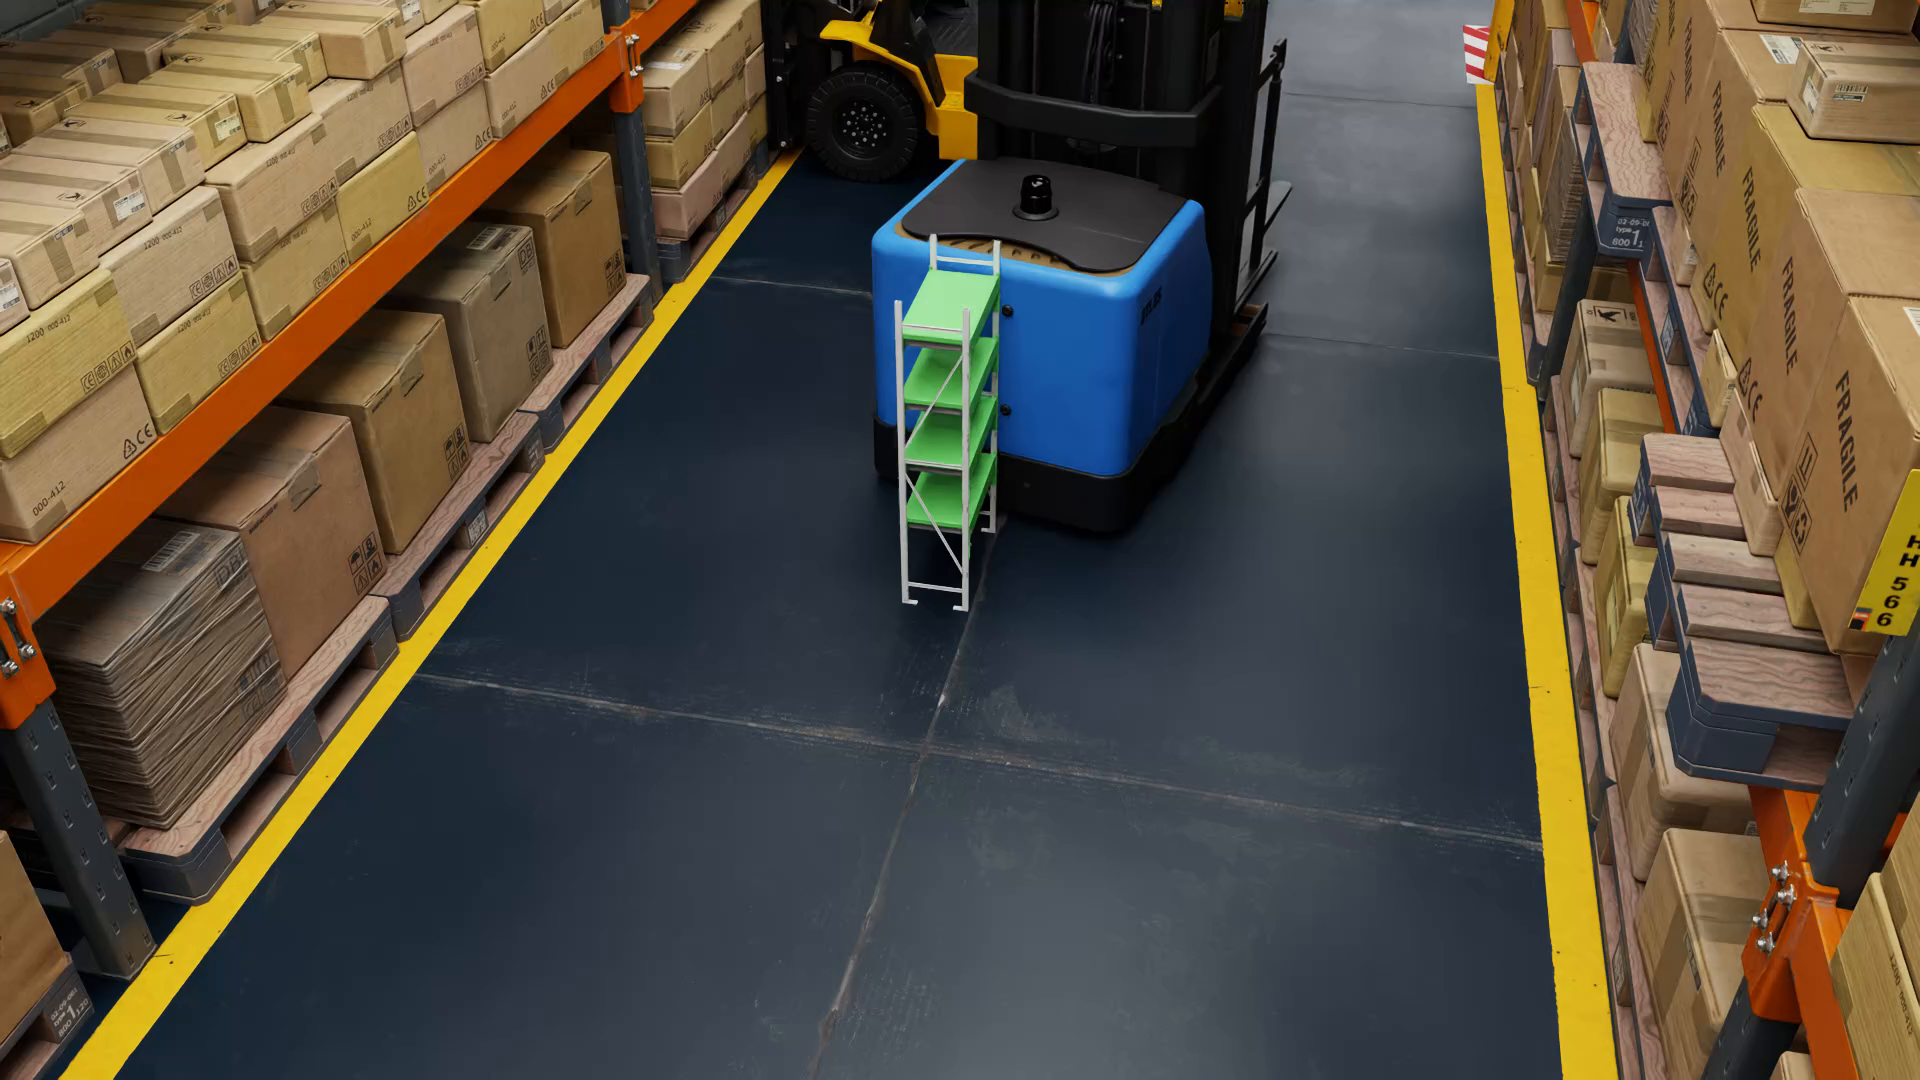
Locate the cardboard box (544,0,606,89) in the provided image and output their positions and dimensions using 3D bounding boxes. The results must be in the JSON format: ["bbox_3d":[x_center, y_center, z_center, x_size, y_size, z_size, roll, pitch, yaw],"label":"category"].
[{"bbox_3d":[-1.749,-2.006,6.589,0.500,0.250,0.500,8,37,11],"label":"cardboard box"}]

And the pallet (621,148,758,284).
[{"bbox_3d":[-1.686,-1.710,8.429,1.003,0.211,1.213,7,37,10],"label":"pallet"}]

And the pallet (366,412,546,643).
[{"bbox_3d":[-2.274,-0.130,6.250,1.003,0.211,1.213,7,37,10],"label":"pallet"}]

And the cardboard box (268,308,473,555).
[{"bbox_3d":[-2.329,-0.421,5.941,0.875,0.625,0.625,6,36,8],"label":"cardboard box"}]

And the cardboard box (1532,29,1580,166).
[{"bbox_3d":[3.032,-2.086,7.918,0.500,0.500,0.500,9,37,12],"label":"cardboard box"}]

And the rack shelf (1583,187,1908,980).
[{"bbox_3d":[2.526,-0.330,4.763,1.077,0.370,4.000,7,37,10],"label":"rack shelf"}]

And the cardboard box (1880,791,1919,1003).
[{"bbox_3d":[1.749,0.643,2.509,0.500,0.250,0.500,7,37,10],"label":"cardboard box"}]

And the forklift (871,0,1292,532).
[{"bbox_3d":[0.734,-2.074,6.614,1.130,2.935,3.031,15,39,20],"label":"forklift"}]

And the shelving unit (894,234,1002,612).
[{"bbox_3d":[-0.035,-0.391,5.767,0.258,1.200,0.503,7,37,10],"label":"shelving unit"}]

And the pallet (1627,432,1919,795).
[{"bbox_3d":[2.147,0.181,3.608,1.213,0.211,1.003,7,37,10],"label":"pallet"}]

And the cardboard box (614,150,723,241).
[{"bbox_3d":[-1.470,-1.681,7.998,0.500,0.250,0.500,8,37,10],"label":"cardboard box"}]

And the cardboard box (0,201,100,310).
[{"bbox_3d":[-2.339,-0.697,4.018,0.380,0.149,0.250,8,37,11],"label":"cardboard box"}]

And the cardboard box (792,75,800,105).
[{"bbox_3d":[-1.154,-2.559,9.210,0.500,0.250,0.500,8,37,11],"label":"cardboard box"}]

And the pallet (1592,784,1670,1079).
[{"bbox_3d":[2.267,1.206,4.406,1.003,0.211,1.213,7,37,10],"label":"pallet"}]

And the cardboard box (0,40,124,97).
[{"bbox_3d":[-2.730,-1.358,4.930,0.380,0.149,0.250,7,36,9],"label":"cardboard box"}]

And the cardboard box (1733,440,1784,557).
[{"bbox_3d":[1.936,-0.074,3.652,0.380,0.149,0.250,7,37,10],"label":"cardboard box"}]

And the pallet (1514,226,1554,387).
[{"bbox_3d":[3.062,-1.029,7.489,1.003,0.211,1.213,7,37,10],"label":"pallet"}]

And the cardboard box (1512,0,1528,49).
[{"bbox_3d":[3.361,-2.980,9.152,0.500,0.500,0.500,6,36,8],"label":"cardboard box"}]

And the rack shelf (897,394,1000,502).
[{"bbox_3d":[-0.035,-0.339,5.804,0.258,0.148,0.480,7,37,10],"label":"rack shelf"}]

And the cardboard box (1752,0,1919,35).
[{"bbox_3d":[2.376,-1.501,4.515,0.380,0.149,0.250,9,37,13],"label":"cardboard box"}]

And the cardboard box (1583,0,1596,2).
[{"bbox_3d":[2.938,-2.472,7.319,0.380,0.149,0.250,7,36,9],"label":"cardboard box"}]

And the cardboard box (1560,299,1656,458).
[{"bbox_3d":[2.844,-0.573,6.366,0.950,0.372,0.625,8,37,11],"label":"cardboard box"}]

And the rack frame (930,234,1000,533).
[{"bbox_3d":[0.017,-0.531,5.960,0.240,1.200,0.015,7,37,10],"label":"rack frame"}]

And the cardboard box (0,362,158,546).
[{"bbox_3d":[-2.417,-0.258,4.178,0.500,0.250,0.500,7,37,10],"label":"cardboard box"}]

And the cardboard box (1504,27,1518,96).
[{"bbox_3d":[3.365,-2.690,9.391,0.500,0.250,0.500,7,37,10],"label":"cardboard box"}]

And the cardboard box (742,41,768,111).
[{"bbox_3d":[-1.267,-2.462,8.650,0.500,0.250,0.500,7,37,10],"label":"cardboard box"}]

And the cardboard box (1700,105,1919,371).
[{"bbox_3d":[2.131,-0.689,3.948,0.500,0.500,0.500,5,36,7],"label":"cardboard box"}]

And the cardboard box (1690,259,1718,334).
[{"bbox_3d":[2.193,-0.659,4.459,0.380,0.149,0.250,6,36,8],"label":"cardboard box"}]

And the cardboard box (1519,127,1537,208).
[{"bbox_3d":[3.034,-1.795,8.156,0.500,0.250,0.500,8,37,11],"label":"cardboard box"}]

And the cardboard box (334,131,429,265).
[{"bbox_3d":[-2.090,-1.139,5.393,0.500,0.250,0.500,8,37,11],"label":"cardboard box"}]

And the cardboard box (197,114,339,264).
[{"bbox_3d":[-2.180,-1.045,4.838,0.500,0.250,0.500,6,36,9],"label":"cardboard box"}]

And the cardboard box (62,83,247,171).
[{"bbox_3d":[-2.242,-1.147,4.638,0.380,0.149,0.250,8,37,10],"label":"cardboard box"}]

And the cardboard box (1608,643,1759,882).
[{"bbox_3d":[2.379,0.672,4.648,0.950,0.372,0.625,7,36,9],"label":"cardboard box"}]

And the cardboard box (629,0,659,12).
[{"bbox_3d":[-1.547,-2.650,7.266,0.500,0.500,0.500,6,36,9],"label":"cardboard box"}]

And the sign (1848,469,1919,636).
[{"bbox_3d":[1.567,0.026,2.739,0.100,0.325,0.005,7,37,10],"label":"sign"}]

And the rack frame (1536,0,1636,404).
[{"bbox_3d":[2.953,-1.768,6.134,1.000,3.000,0.127,7,37,10],"label":"rack frame"}]

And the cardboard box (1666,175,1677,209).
[{"bbox_3d":[2.383,-1.103,5.072,0.380,0.149,0.250,8,37,11],"label":"cardboard box"}]

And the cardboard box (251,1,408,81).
[{"bbox_3d":[-1.978,-1.570,5.222,0.380,0.149,0.250,6,36,9],"label":"cardboard box"}]

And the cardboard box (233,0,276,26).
[{"bbox_3d":[-2.505,-1.792,5.529,0.380,0.149,0.250,7,37,10],"label":"cardboard box"}]

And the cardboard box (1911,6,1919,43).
[{"bbox_3d":[2.858,-1.226,4.689,0.500,0.500,0.500,9,37,12],"label":"cardboard box"}]

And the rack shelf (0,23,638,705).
[{"bbox_3d":[-2.324,-0.950,5.618,1.077,0.370,4.000,7,37,10],"label":"rack shelf"}]

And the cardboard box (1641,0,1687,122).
[{"bbox_3d":[2.467,-1.579,5.176,0.500,0.500,0.500,7,37,10],"label":"cardboard box"}]

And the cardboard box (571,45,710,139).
[{"bbox_3d":[-1.487,-2.088,7.708,0.500,0.250,0.500,7,36,9],"label":"cardboard box"}]

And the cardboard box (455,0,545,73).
[{"bbox_3d":[-1.855,-1.921,6.046,0.500,0.250,0.500,6,36,9],"label":"cardboard box"}]
